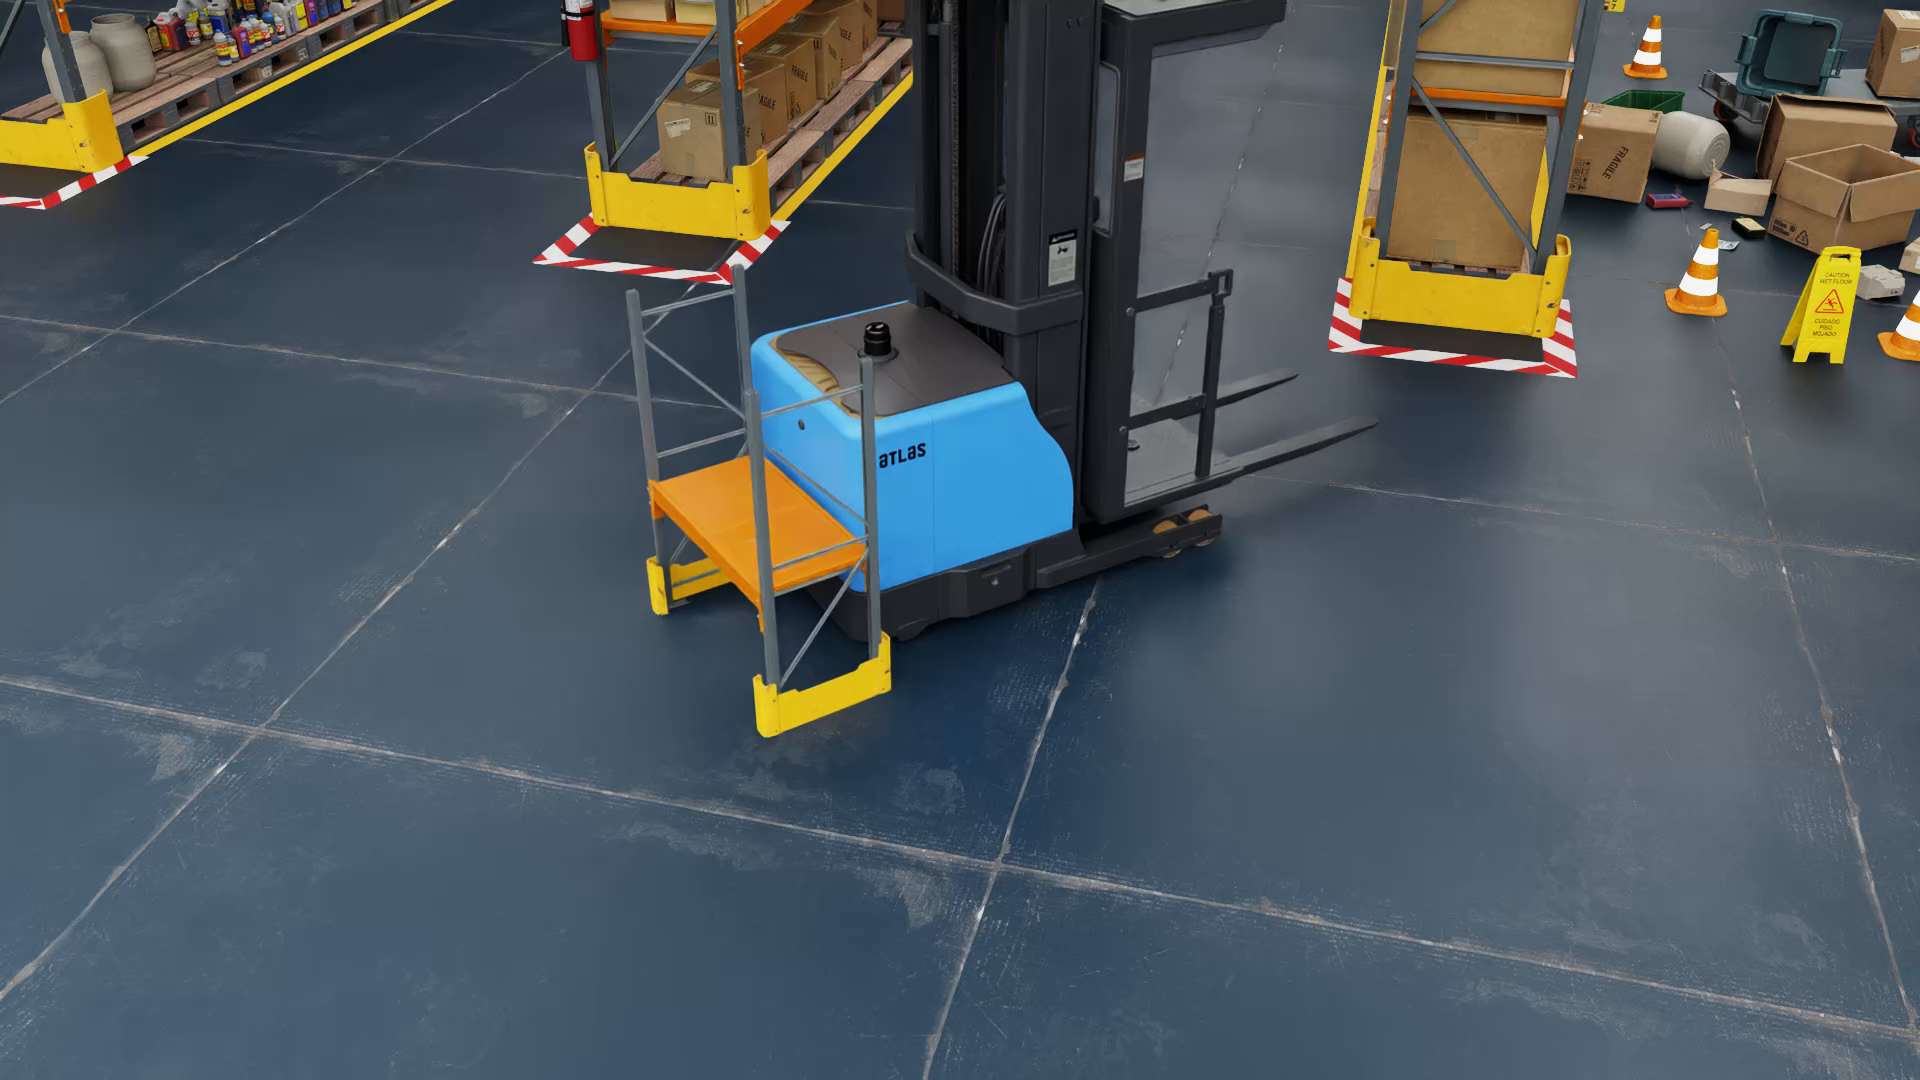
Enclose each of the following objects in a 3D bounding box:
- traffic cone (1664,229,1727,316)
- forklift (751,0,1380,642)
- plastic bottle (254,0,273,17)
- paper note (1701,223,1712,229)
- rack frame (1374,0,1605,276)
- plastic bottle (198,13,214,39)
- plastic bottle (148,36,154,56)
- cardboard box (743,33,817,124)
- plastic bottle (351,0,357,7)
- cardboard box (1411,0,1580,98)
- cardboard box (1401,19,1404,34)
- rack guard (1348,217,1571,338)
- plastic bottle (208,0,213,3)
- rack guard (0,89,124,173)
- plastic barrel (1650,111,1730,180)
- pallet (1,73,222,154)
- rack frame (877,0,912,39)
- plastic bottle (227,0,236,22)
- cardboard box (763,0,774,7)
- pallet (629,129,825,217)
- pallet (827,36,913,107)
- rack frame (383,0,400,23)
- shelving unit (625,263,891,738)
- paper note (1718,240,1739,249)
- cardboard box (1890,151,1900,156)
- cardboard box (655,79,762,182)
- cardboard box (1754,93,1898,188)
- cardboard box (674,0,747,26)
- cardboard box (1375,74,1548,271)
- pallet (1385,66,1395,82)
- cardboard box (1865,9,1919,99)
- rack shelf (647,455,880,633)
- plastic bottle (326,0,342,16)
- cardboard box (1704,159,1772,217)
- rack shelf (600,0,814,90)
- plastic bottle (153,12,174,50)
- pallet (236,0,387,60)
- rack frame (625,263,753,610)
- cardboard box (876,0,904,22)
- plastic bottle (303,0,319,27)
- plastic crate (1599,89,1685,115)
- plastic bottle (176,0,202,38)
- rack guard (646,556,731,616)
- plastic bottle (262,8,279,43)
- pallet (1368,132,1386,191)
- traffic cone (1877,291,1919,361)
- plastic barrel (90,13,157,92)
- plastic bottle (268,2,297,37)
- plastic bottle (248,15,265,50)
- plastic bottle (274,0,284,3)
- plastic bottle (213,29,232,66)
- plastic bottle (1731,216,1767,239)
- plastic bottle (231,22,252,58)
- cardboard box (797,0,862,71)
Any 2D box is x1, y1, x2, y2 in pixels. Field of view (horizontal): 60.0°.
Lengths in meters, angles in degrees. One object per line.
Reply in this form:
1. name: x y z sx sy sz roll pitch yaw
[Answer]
1. traffic cone: 4.413 -1.615 9.860 0.336 0.463 0.334 8 33 12
2. forklift: 0.620 -1.382 7.192 3.031 2.935 1.130 -18 36 -25
3. plastic bottle: -6.110 -4.767 14.512 0.144 0.351 0.185 8 33 12
4. paper note: 4.939 -2.077 11.008 0.032 0.001 0.123 28 42 36
5. rack frame: 2.905 -2.604 9.050 1.000 3.000 0.127 8 33 12
6. plastic bottle: -6.324 -4.315 13.940 0.097 0.201 0.097 0 32 0
7. plastic bottle: -6.616 -4.023 13.481 0.097 0.201 0.097 0 32 0
8. cardboard box: -1.397 -3.413 12.261 0.500 0.500 0.500 11 34 17
9. plastic bottle: -5.434 -4.856 14.790 0.097 0.201 0.097 0 32 0
10. cardboard box: 2.955 -2.866 9.322 0.875 0.550 0.550 8 33 12
11. cardboard box: 3.467 -3.175 11.537 0.875 0.875 0.875 8 33 13
12. rack guard: 2.899 -1.536 9.701 1.175 0.500 0.348 8 33 12
13. plastic bottle: -6.379 -4.580 14.281 0.061 0.283 0.133 9 34 15
14. rack guard: -6.684 -2.997 11.998 1.175 0.500 0.348 8 33 12
15. plastic barrel: 5.116 -2.795 11.751 0.421 0.421 0.512 -21 38 -29
16. pallet: -6.473 -3.296 12.737 1.003 0.211 1.213 8 33 12
17. rack frame: -0.852 -5.407 13.460 1.000 3.000 0.127 8 33 12
18. plastic bottle: -6.298 -4.574 14.282 0.097 0.271 0.097 0 32 0
19. cardboard box: -1.404 -3.596 10.844 0.380 0.149 0.250 8 33 12
20. pallet: -1.608 -2.611 11.660 1.003 0.211 1.213 8 33 12
21. pallet: -0.988 -3.877 13.652 1.003 0.211 1.213 8 33 12
22. rack frame: -5.643 -6.081 14.520 1.000 3.000 0.127 8 33 12
23. shelving unit: -0.813 -0.180 6.635 0.587 1.500 1.083 -19 37 -27
24. paper note: 4.934 -1.911 10.729 0.144 0.017 0.142 20 38 29
25. cardboard box: 6.451 -2.774 11.865 0.258 0.266 0.396 -14 35 -21
26. cardboard box: -1.693 -2.776 11.258 0.500 0.500 0.500 14 35 21
27. cardboard box: 5.945 -2.729 11.446 0.797 0.637 0.503 8 33 12
28. cardboard box: -1.564 -3.341 10.443 0.380 0.149 0.250 8 33 12
29. cardboard box: 3.013 -2.245 10.075 0.875 0.875 0.875 8 33 13
30. pallet: 4.043 -3.913 13.709 1.003 0.211 1.213 8 33 12
31. cardboard box: 7.004 -3.549 12.161 0.500 0.500 0.500 8 33 12
32. rack shelf: -0.808 -0.024 6.725 0.538 0.185 1.000 -19 37 -27
33. plastic bottle: -5.528 -4.776 14.525 0.144 0.351 0.185 7 33 11
34. cardboard box: 5.265 -2.383 11.251 0.396 0.266 0.258 14 35 21
35. rack shelf: -1.360 -4.066 12.020 1.077 0.370 4.000 8 33 12
36. plastic bottle: -6.526 -4.182 13.661 0.152 0.276 0.135 8 33 13
37. pallet: -5.854 -4.562 14.729 1.003 0.211 1.213 8 33 12
38. rack frame: -1.087 -0.404 6.987 0.500 1.500 0.032 -19 37 -27
39. cardboard box: -0.675 -4.854 14.509 0.700 0.500 0.500 6 33 9
40. plastic bottle: -5.577 -4.558 14.245 0.061 0.283 0.133 10 34 16
41. plastic crate: 5.143 -3.248 12.631 0.662 0.188 0.450 -28 32 -37
42. plastic bottle: -6.452 -4.372 13.890 0.144 0.351 0.185 9 34 14
43. rack guard: -1.086 0.124 7.322 0.587 0.250 0.087 -19 37 -27
44. plastic bottle: -5.733 -4.273 13.809 0.097 0.271 0.097 0 32 0
45. pallet: 3.344 -2.484 11.460 1.003 0.211 1.213 8 33 12
46. traffic cone: 5.420 -1.285 9.340 0.336 0.463 0.334 8 33 12
47. plastic barrel: -6.438 -3.745 12.773 0.421 0.512 0.421 0 32 0
48. plastic bottle: -5.703 -4.393 13.993 0.152 0.276 0.135 9 33 13
49. plastic bottle: -5.784 -4.168 13.644 0.097 0.271 0.097 0 32 0
50. plastic bottle: -5.764 -4.481 14.124 0.061 0.283 0.133 8 33 12
51. plastic bottle: -5.896 -3.938 13.282 0.097 0.271 0.097 0 32 0
52. plastic bottle: 5.171 -2.062 10.937 0.133 0.061 0.283 -3 33 -4
53. plastic bottle: -5.821 -4.058 13.460 0.061 0.283 0.133 9 33 13
54. cardboard box: -1.130 -4.029 13.230 0.500 0.500 0.500 19 37 27
